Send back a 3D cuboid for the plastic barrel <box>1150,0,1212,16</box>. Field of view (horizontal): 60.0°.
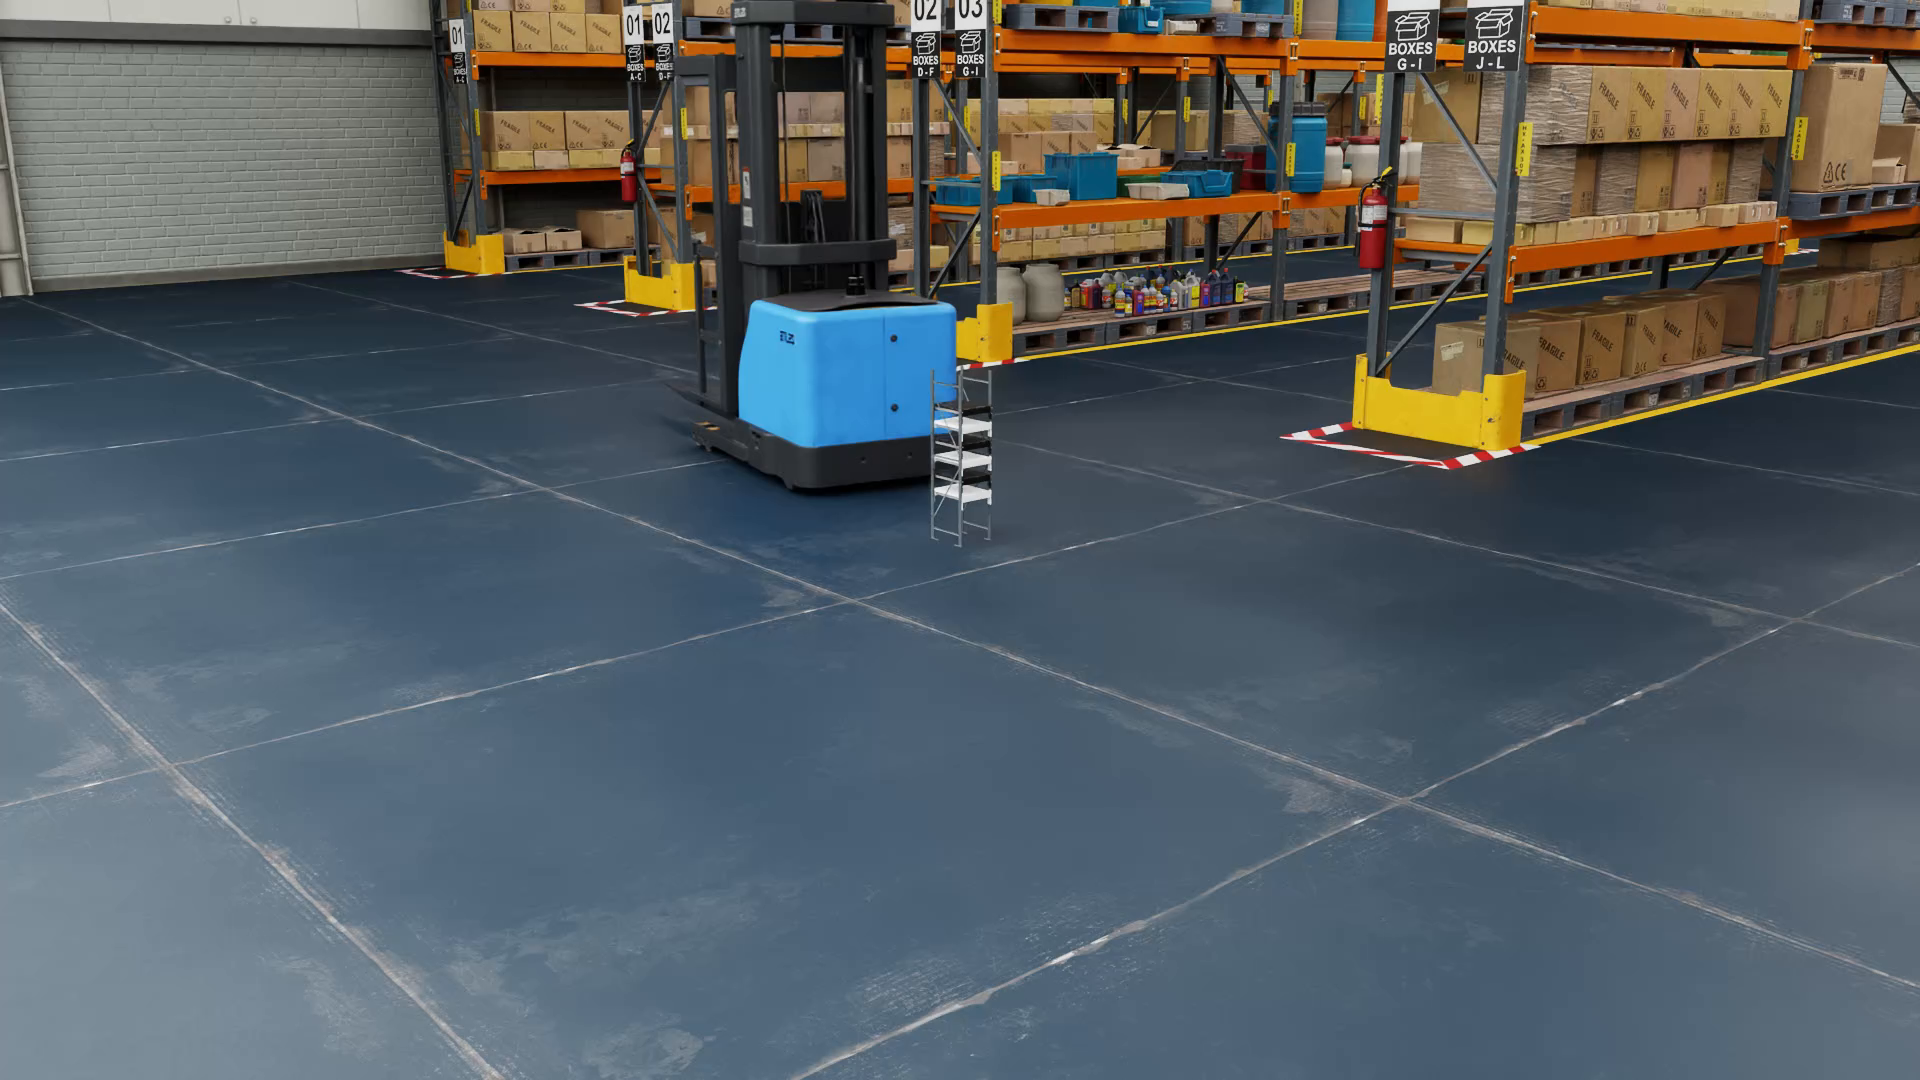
[{"bbox_3d":[2.148,-5.545,16.100,0.708,0.901,0.600,-13,19,-39],"label":"plastic barrel"}]

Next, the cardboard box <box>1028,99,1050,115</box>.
[{"bbox_3d":[1.156,-7.260,27.856,0.500,0.250,0.500,-13,20,-40],"label":"cardboard box"}]

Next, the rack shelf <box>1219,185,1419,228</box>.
[{"bbox_3d":[4.478,-3.790,18.521,4.000,0.370,1.077,-13,19,-39],"label":"rack shelf"}]

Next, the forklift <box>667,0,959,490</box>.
[{"bbox_3d":[-1.141,-2.042,10.716,1.130,2.935,3.031,-8,17,-27],"label":"forklift"}]

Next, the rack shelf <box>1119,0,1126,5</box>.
[{"bbox_3d":[0.992,-9.102,27.556,4.000,0.370,1.077,-13,19,-39],"label":"rack shelf"}]

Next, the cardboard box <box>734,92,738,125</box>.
[{"bbox_3d":[-2.503,-4.937,18.713,0.500,0.500,0.700,-13,20,-41],"label":"cardboard box"}]

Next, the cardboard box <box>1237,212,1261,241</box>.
[{"bbox_3d":[4.042,-4.642,24.306,0.500,0.500,0.500,-13,20,-40],"label":"cardboard box"}]

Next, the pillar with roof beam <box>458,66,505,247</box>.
[{"bbox_3d":[-3.766,-7.397,19.006,0.400,9.000,9.100,-13,19,-39],"label":"pillar with roof beam"}]

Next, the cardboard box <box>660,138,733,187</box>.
[{"bbox_3d":[-2.937,-4.211,18.509,0.500,0.500,0.700,-13,19,-39],"label":"cardboard box"}]

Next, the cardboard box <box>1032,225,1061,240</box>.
[{"bbox_3d":[0.966,-4.102,21.724,0.500,0.311,0.500,-14,20,-41],"label":"cardboard box"}]

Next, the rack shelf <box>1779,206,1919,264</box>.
[{"bbox_3d":[7.729,-2.826,14.911,4.000,0.370,1.077,-13,19,-39],"label":"rack shelf"}]

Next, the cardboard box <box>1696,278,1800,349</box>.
[{"bbox_3d":[6.698,-1.939,14.189,0.700,0.500,0.500,14,21,43],"label":"cardboard box"}]

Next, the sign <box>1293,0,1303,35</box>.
[{"bbox_3d":[3.322,-5.143,16.363,0.005,0.325,0.100,-13,19,-39],"label":"sign"}]

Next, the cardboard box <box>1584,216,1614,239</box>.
[{"bbox_3d":[4.342,-2.203,11.672,0.250,0.149,0.380,-13,19,-39],"label":"cardboard box"}]

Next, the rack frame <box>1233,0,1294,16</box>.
[{"bbox_3d":[2.969,-6.697,16.385,0.127,3.000,1.000,-13,19,-39],"label":"rack frame"}]

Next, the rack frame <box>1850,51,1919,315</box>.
[{"bbox_3d":[9.238,-3.512,16.087,0.127,3.000,1.000,-13,19,-39],"label":"rack frame"}]

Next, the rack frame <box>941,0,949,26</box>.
[{"bbox_3d":[-0.517,-9.304,26.143,0.127,3.000,1.000,-13,19,-39],"label":"rack frame"}]

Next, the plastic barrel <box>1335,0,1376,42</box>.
[{"bbox_3d":[4.197,-5.840,18.018,0.708,0.901,0.600,-13,19,-39],"label":"plastic barrel"}]

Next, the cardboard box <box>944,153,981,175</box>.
[{"bbox_3d":[0.063,-4.783,21.136,0.500,0.250,0.500,-11,19,-36],"label":"cardboard box"}]

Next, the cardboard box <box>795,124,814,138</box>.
[{"bbox_3d":[-1.890,-4.691,19.049,0.250,0.149,0.380,-13,20,-40],"label":"cardboard box"}]

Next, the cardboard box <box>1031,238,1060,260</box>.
[{"bbox_3d":[0.963,-3.833,21.802,0.500,0.250,0.500,-13,20,-41],"label":"cardboard box"}]

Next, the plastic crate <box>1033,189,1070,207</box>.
[{"bbox_3d":[0.838,-3.083,14.990,0.250,0.136,0.298,-13,19,-39],"label":"plastic crate"}]

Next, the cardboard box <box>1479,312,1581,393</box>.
[{"bbox_3d":[4.113,-1.363,12.069,0.500,0.500,0.500,-7,17,-25],"label":"cardboard box"}]

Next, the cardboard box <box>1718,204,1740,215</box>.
[{"bbox_3d":[5.828,-2.549,12.965,0.250,0.149,0.380,-13,19,-39],"label":"cardboard box"}]

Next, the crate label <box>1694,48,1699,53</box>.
[{"bbox_3d":[9.563,-6.503,21.980,0.466,0.136,0.293,-13,19,-39],"label":"crate label"}]

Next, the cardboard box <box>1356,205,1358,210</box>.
[{"bbox_3d":[6.565,-5.311,27.180,0.500,0.311,0.500,-13,19,-39],"label":"cardboard box"}]

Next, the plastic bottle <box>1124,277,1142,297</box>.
[{"bbox_3d":[1.741,-2.511,16.764,0.135,0.276,0.152,-13,19,-39],"label":"plastic bottle"}]

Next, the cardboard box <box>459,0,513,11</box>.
[{"bbox_3d":[-6.102,-7.058,21.379,0.500,0.500,0.500,14,21,43],"label":"cardboard box"}]

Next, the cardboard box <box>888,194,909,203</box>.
[{"bbox_3d":[-1.026,-5.278,26.688,0.500,0.500,0.700,-12,19,-39],"label":"cardboard box"}]

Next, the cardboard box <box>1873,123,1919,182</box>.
[{"bbox_3d":[8.501,-3.550,15.221,0.500,0.500,0.700,-9,18,-31],"label":"cardboard box"}]

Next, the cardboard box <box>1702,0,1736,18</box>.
[{"bbox_3d":[5.266,-3.910,12.052,0.500,0.250,0.500,-13,20,-40],"label":"cardboard box"}]

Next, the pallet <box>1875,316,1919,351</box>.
[{"bbox_3d":[8.647,-2.033,15.952,1.213,0.211,1.003,-13,19,-39],"label":"pallet"}]

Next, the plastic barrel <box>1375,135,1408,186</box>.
[{"bbox_3d":[4.715,-4.182,18.329,0.433,0.535,0.433,0,15,0],"label":"plastic barrel"}]

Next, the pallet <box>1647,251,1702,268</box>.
[{"bbox_3d":[9.533,-3.939,23.088,1.213,0.211,1.003,-13,19,-39],"label":"pallet"}]

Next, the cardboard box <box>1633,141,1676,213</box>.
[{"bbox_3d":[4.725,-2.704,12.289,0.500,0.500,0.875,-13,19,-39],"label":"cardboard box"}]

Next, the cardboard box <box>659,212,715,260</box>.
[{"bbox_3d":[-3.088,-3.472,18.996,0.500,0.500,0.500,-13,19,-39],"label":"cardboard box"}]

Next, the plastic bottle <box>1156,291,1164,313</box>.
[{"bbox_3d":[1.933,-2.320,16.194,0.097,0.201,0.097,0,15,0],"label":"plastic bottle"}]

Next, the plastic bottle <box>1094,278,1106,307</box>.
[{"bbox_3d":[1.362,-2.475,16.630,0.135,0.276,0.152,-13,20,-41],"label":"plastic bottle"}]

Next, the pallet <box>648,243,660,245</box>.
[{"bbox_3d":[-4.018,-4.260,24.288,1.213,0.211,1.003,-13,19,-39],"label":"pallet"}]

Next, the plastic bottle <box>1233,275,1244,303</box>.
[{"bbox_3d":[2.823,-2.553,16.908,0.133,0.283,0.061,-11,19,-37],"label":"plastic bottle"}]

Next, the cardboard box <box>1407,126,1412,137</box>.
[{"bbox_3d":[7.082,-6.372,26.600,0.500,0.500,0.500,-13,20,-40],"label":"cardboard box"}]

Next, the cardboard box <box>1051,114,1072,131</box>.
[{"bbox_3d":[1.555,-6.985,28.280,0.500,0.500,0.500,-13,19,-39],"label":"cardboard box"}]

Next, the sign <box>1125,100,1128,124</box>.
[{"bbox_3d":[2.375,-6.067,23.559,0.005,0.325,0.100,-13,19,-39],"label":"sign"}]

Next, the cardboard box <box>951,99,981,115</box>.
[{"bbox_3d":[0.017,-7.001,26.885,0.500,0.250,0.500,-12,19,-38],"label":"cardboard box"}]

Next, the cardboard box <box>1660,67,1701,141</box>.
[{"bbox_3d":[4.928,-3.126,11.935,0.500,0.500,0.500,-13,19,-39],"label":"cardboard box"}]

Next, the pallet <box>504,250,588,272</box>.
[{"bbox_3d":[-5.858,-3.846,22.741,1.213,0.211,1.003,-13,19,-39],"label":"pallet"}]

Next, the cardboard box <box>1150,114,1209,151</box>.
[{"bbox_3d":[3.139,-5.821,23.723,0.700,0.500,0.500,8,17,28],"label":"cardboard box"}]

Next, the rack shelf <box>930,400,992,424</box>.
[{"bbox_3d":[0.006,-0.665,8.578,0.200,0.077,0.258,-13,20,-39],"label":"rack shelf"}]

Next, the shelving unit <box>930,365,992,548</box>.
[{"bbox_3d":[0.006,-0.436,8.639,0.210,0.900,0.258,-13,20,-39],"label":"shelving unit"}]

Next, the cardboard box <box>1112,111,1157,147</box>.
[{"bbox_3d":[2.921,-7.316,29.747,0.700,0.700,0.980,-12,19,-39],"label":"cardboard box"}]

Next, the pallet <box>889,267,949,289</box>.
[{"bbox_3d":[-0.907,-3.290,20.658,1.213,0.211,1.003,-13,19,-39],"label":"pallet"}]

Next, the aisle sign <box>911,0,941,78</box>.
[{"bbox_3d":[-0.298,-4.423,14.458,0.004,0.787,0.394,-13,19,-39],"label":"aisle sign"}]

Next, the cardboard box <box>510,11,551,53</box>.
[{"bbox_3d":[-5.707,-6.649,21.785,0.500,0.500,0.500,-11,19,-36],"label":"cardboard box"}]

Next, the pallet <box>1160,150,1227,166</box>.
[{"bbox_3d":[3.203,-5.477,23.815,1.003,0.211,1.213,-13,19,-39],"label":"pallet"}]

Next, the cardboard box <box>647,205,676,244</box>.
[{"bbox_3d":[-4.291,-4.549,23.959,0.500,0.500,0.500,14,21,43],"label":"cardboard box"}]

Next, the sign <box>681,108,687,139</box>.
[{"bbox_3d":[-2.937,-4.434,17.705,0.005,0.325,0.100,-13,19,-39],"label":"sign"}]
